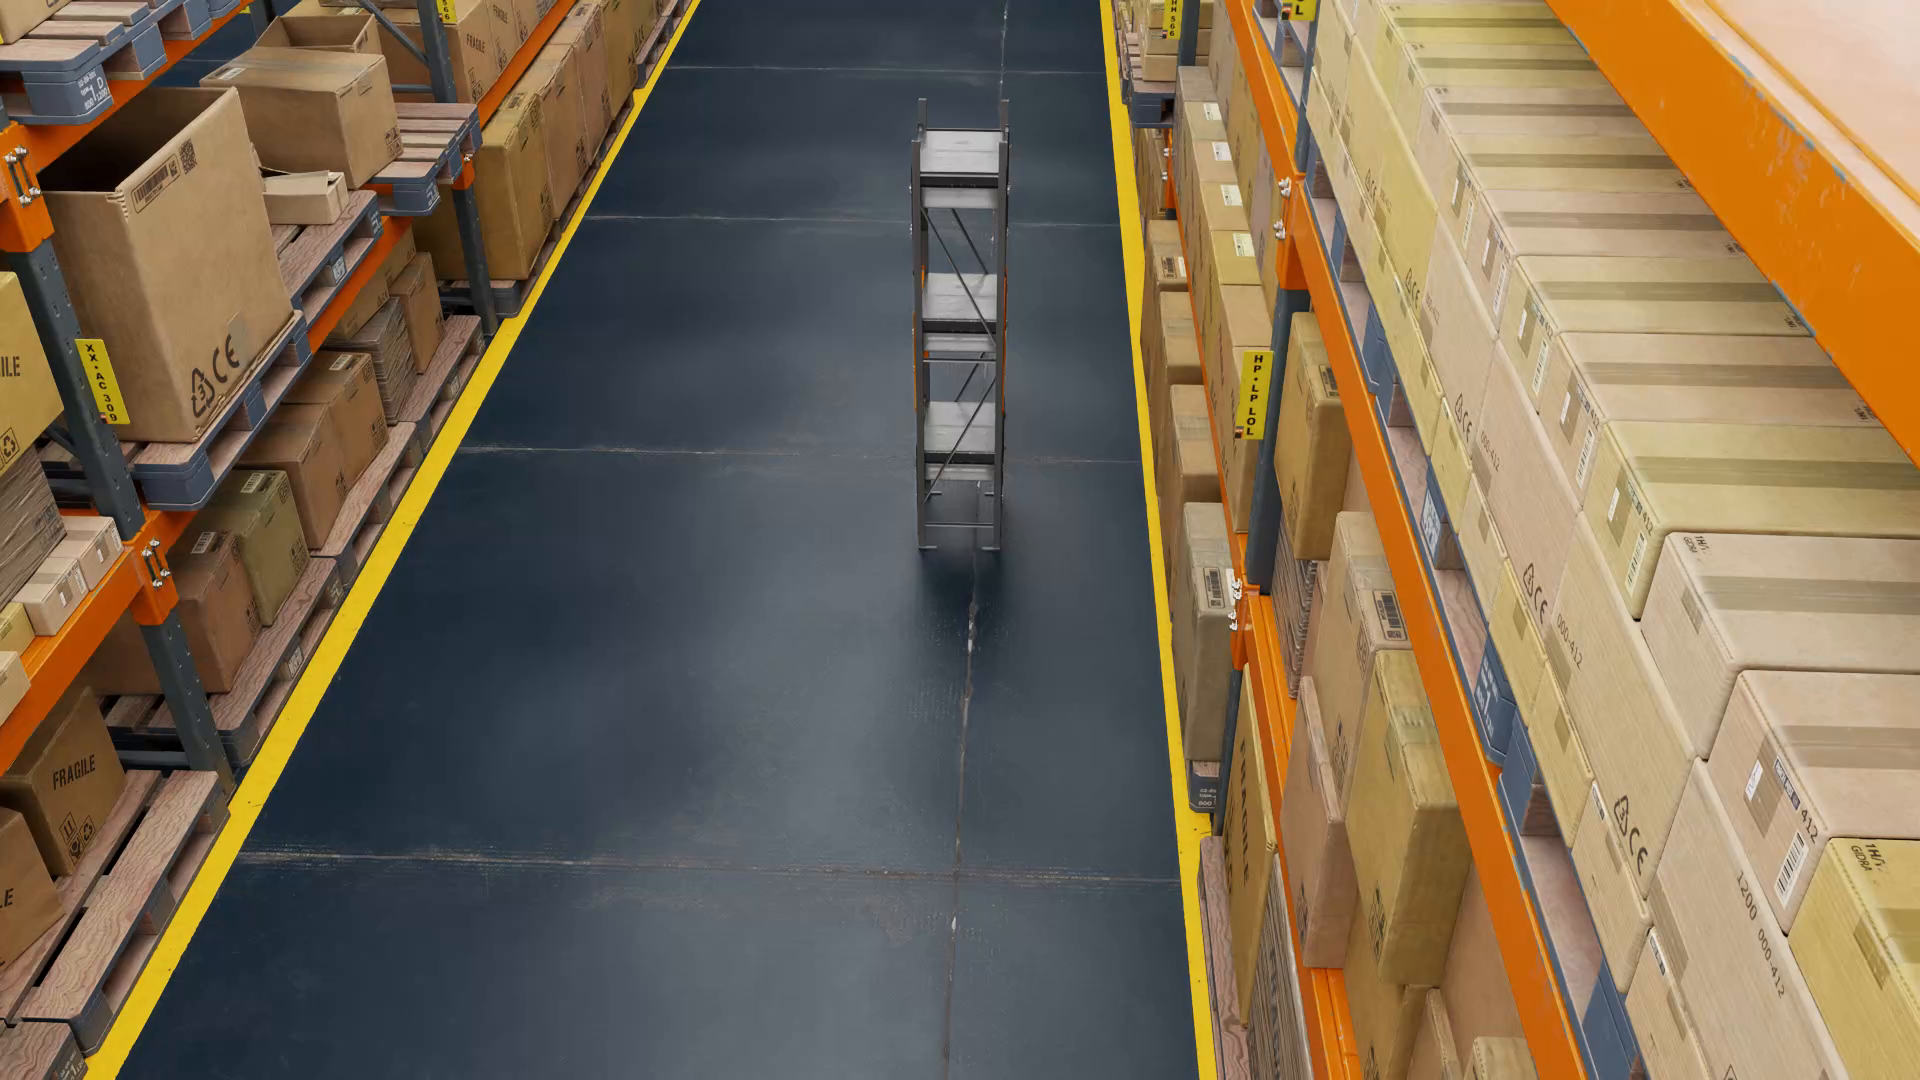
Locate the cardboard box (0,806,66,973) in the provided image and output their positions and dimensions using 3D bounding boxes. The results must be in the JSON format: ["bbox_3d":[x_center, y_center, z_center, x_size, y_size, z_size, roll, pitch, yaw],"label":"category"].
[{"bbox_3d":[-3.530,1.219,5.715,0.500,0.500,0.500,12,37,17],"label":"cardboard box"}]

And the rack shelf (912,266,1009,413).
[{"bbox_3d":[0.007,-0.943,7.789,0.431,0.518,0.480,1,35,2],"label":"rack shelf"}]

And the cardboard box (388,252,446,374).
[{"bbox_3d":[-3.305,-1.260,9.225,0.700,0.500,0.500,0,35,-1],"label":"cardboard box"}]

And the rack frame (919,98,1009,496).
[{"bbox_3d":[0.016,-1.094,7.981,0.400,2.100,0.015,1,35,2],"label":"rack frame"}]

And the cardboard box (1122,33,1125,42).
[{"bbox_3d":[1.530,-4.153,13.664,0.380,0.149,0.250,0,35,0],"label":"cardboard box"}]

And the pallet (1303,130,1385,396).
[{"bbox_3d":[1.450,-0.738,4.160,1.003,0.211,1.213,1,35,2],"label":"pallet"}]

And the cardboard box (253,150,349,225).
[{"bbox_3d":[-3.095,-1.641,7.727,0.396,0.266,0.258,0,35,1],"label":"cardboard box"}]

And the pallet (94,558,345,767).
[{"bbox_3d":[-3.429,0.504,7.350,1.003,0.211,1.213,1,35,2],"label":"pallet"}]

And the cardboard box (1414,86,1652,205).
[{"bbox_3d":[1.089,-0.748,3.170,0.380,0.149,0.250,1,35,2],"label":"cardboard box"}]

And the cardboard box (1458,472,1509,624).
[{"bbox_3d":[1.059,0.015,2.778,0.380,0.149,0.250,2,35,2],"label":"cardboard box"}]

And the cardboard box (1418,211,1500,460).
[{"bbox_3d":[1.136,-0.373,2.982,0.500,0.250,0.500,2,35,2],"label":"cardboard box"}]

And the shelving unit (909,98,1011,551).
[{"bbox_3d":[0.007,-0.954,7.782,0.431,2.100,0.503,1,35,2],"label":"shelving unit"}]

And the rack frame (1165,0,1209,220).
[{"bbox_3d":[1.654,-2.315,8.936,1.000,3.000,0.127,1,35,2],"label":"rack frame"}]

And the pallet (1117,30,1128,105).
[{"bbox_3d":[1.806,-3.859,13.558,1.003,0.211,1.213,1,35,2],"label":"pallet"}]

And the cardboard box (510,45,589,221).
[{"bbox_3d":[-3.206,-2.699,10.964,1.225,0.875,0.875,1,35,2],"label":"cardboard box"}]

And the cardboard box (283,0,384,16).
[{"bbox_3d":[-3.526,-2.818,9.564,0.500,0.500,0.500,2,35,3],"label":"cardboard box"}]

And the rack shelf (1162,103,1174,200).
[{"bbox_3d":[1.734,-3.170,10.778,1.077,0.370,4.000,1,35,2],"label":"rack shelf"}]

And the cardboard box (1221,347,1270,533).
[{"bbox_3d":[1.247,-0.364,6.073,0.500,0.500,0.500,1,35,2],"label":"cardboard box"}]

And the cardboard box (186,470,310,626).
[{"bbox_3d":[-3.374,0.027,7.394,0.700,0.500,0.500,1,35,2],"label":"cardboard box"}]

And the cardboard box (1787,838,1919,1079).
[{"bbox_3d":[1.007,0.416,1.513,0.380,0.149,0.250,2,35,2],"label":"cardboard box"}]

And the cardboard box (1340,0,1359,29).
[{"bbox_3d":[1.130,-1.333,4.002,0.380,0.149,0.250,1,35,1],"label":"cardboard box"}]

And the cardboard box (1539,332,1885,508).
[{"bbox_3d":[1.049,-0.167,2.343,0.380,0.149,0.250,1,35,2],"label":"cardboard box"}]

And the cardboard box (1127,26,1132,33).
[{"bbox_3d":[1.510,-3.929,13.087,0.380,0.149,0.250,2,35,3],"label":"cardboard box"}]

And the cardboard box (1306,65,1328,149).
[{"bbox_3d":[1.139,-1.153,4.440,0.380,0.149,0.250,1,35,1],"label":"cardboard box"}]

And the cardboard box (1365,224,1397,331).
[{"bbox_3d":[1.100,-0.569,3.608,0.380,0.149,0.250,1,35,1],"label":"cardboard box"}]

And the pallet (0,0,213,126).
[{"bbox_3d":[-3.327,-1.693,5.604,1.213,0.211,1.003,1,35,2],"label":"pallet"}]

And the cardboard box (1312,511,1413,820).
[{"bbox_3d":[1.379,0.316,4.121,0.875,0.550,0.550,1,35,2],"label":"cardboard box"}]

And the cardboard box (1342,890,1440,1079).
[{"bbox_3d":[1.431,1.064,3.996,0.875,0.550,0.500,1,35,2],"label":"cardboard box"}]

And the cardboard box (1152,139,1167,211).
[{"bbox_3d":[1.420,-2.170,9.886,0.500,0.250,0.500,1,35,1],"label":"cardboard box"}]

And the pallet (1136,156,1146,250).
[{"bbox_3d":[1.739,-2.323,11.371,1.003,0.211,1.213,1,35,2],"label":"pallet"}]

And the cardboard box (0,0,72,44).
[{"bbox_3d":[-3.341,-1.899,5.280,0.797,0.503,0.637,0,35,0],"label":"cardboard box"}]

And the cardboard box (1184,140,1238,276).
[{"bbox_3d":[1.328,-1.523,7.721,0.500,0.500,0.500,1,35,2],"label":"cardboard box"}]

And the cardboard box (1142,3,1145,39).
[{"bbox_3d":[1.228,-2.954,9.439,0.380,0.149,0.250,3,35,4],"label":"cardboard box"}]

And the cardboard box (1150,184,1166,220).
[{"bbox_3d":[1.419,-1.849,10.080,0.500,0.500,0.500,1,35,2],"label":"cardboard box"}]

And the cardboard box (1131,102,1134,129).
[{"bbox_3d":[1.520,-3.344,12.209,0.500,0.500,0.500,3,35,4],"label":"cardboard box"}]

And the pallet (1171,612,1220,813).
[{"bbox_3d":[1.449,0.679,7.101,1.003,0.211,1.213,1,35,2],"label":"pallet"}]

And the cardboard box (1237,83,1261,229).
[{"bbox_3d":[1.569,-1.629,7.002,0.700,0.500,0.500,1,35,1],"label":"cardboard box"}]

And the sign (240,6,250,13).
[{"bbox_3d":[-3.852,-2.973,8.864,0.100,0.325,0.005,1,35,2],"label":"sign"}]

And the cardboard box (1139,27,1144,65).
[{"bbox_3d":[1.226,-2.821,9.509,0.380,0.149,0.250,1,35,2],"label":"cardboard box"}]

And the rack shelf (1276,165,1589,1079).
[{"bbox_3d":[1.413,0.199,3.375,1.077,0.370,4.000,1,35,2],"label":"rack shelf"}]

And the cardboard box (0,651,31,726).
[{"bbox_3d":[-3.162,0.475,5.184,0.380,0.149,0.250,1,35,2],"label":"cardboard box"}]

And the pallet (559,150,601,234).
[{"bbox_3d":[-3.139,-2.498,11.620,1.003,0.211,1.213,1,35,2],"label":"pallet"}]

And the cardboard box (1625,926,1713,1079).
[{"bbox_3d":[1.018,0.600,1.945,0.380,0.149,0.250,2,35,2],"label":"cardboard box"}]

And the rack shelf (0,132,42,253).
[{"bbox_3d":[-3.539,0.026,3.621,1.077,0.370,4.000,1,35,2],"label":"rack shelf"}]

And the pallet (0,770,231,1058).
[{"bbox_3d":[-3.450,1.338,6.163,1.003,0.211,1.213,1,35,2],"label":"pallet"}]

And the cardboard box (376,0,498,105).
[{"bbox_3d":[-3.006,-2.802,9.541,0.500,0.500,0.500,2,35,3],"label":"cardboard box"}]

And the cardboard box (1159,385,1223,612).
[{"bbox_3d":[1.471,-0.182,7.491,1.050,0.750,0.750,1,35,2],"label":"cardboard box"}]

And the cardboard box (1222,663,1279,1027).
[{"bbox_3d":[1.398,1.040,5.644,0.875,0.875,0.875,2,35,3],"label":"cardboard box"}]
